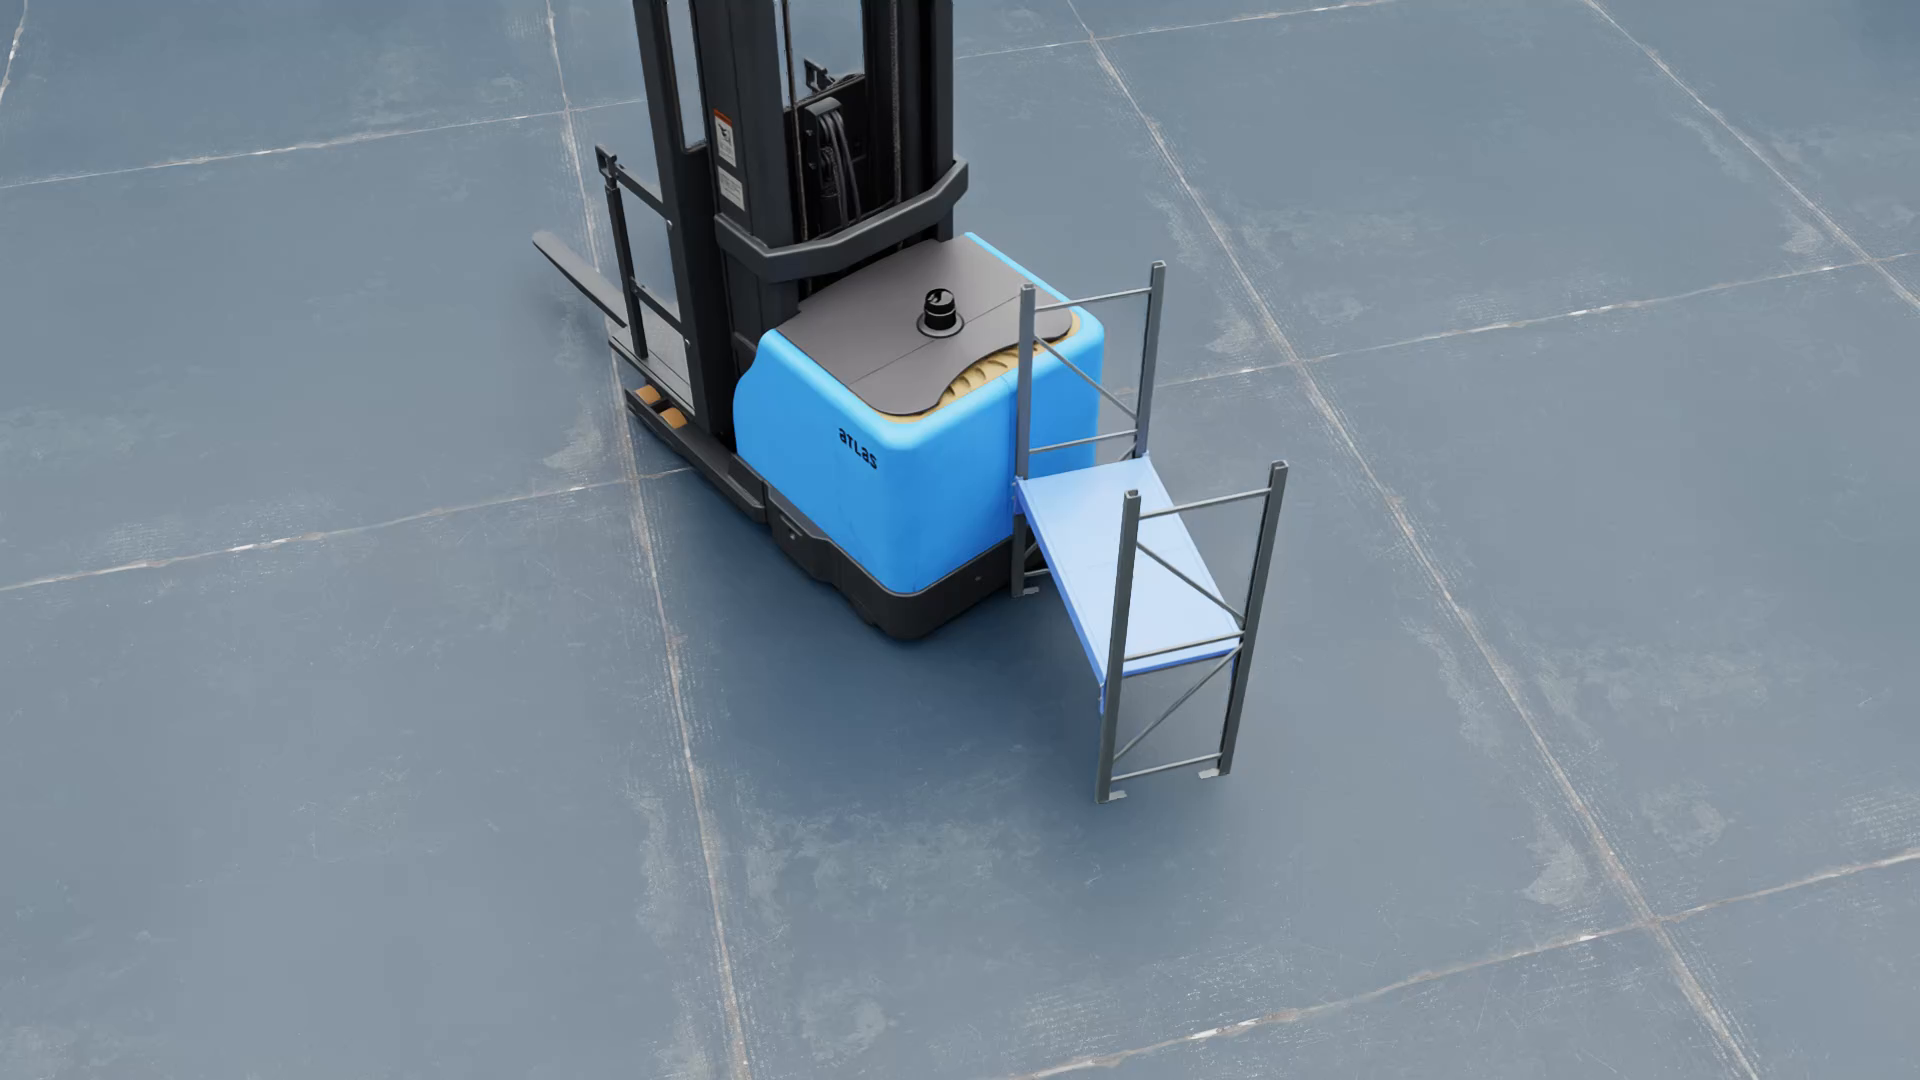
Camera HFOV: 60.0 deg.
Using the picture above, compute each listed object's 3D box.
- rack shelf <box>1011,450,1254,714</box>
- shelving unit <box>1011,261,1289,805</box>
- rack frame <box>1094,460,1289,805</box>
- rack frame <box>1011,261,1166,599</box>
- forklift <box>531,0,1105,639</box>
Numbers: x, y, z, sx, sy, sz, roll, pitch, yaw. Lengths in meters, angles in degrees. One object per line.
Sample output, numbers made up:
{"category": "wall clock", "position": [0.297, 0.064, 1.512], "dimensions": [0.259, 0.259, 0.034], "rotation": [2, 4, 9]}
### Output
{"category": "rack shelf", "position": [0.581, 0.123, 5.831], "dimensions": [0.538, 0.185, 1.000], "rotation": [-11, 47, -11]}
{"category": "shelving unit", "position": [0.581, -0.003, 5.703], "dimensions": [0.538, 1.500, 1.048], "rotation": [-11, 47, -11]}
{"category": "rack frame", "position": [0.718, 0.346, 5.360], "dimensions": [0.500, 1.500, 0.032], "rotation": [-11, 47, -11]}
{"category": "rack frame", "position": [0.444, -0.353, 6.046], "dimensions": [0.500, 1.500, 0.032], "rotation": [-11, 47, -11]}
{"category": "forklift", "position": [-0.792, -1.636, 6.301], "dimensions": [1.130, 2.935, 3.031], "rotation": [-31, 53, -27]}
